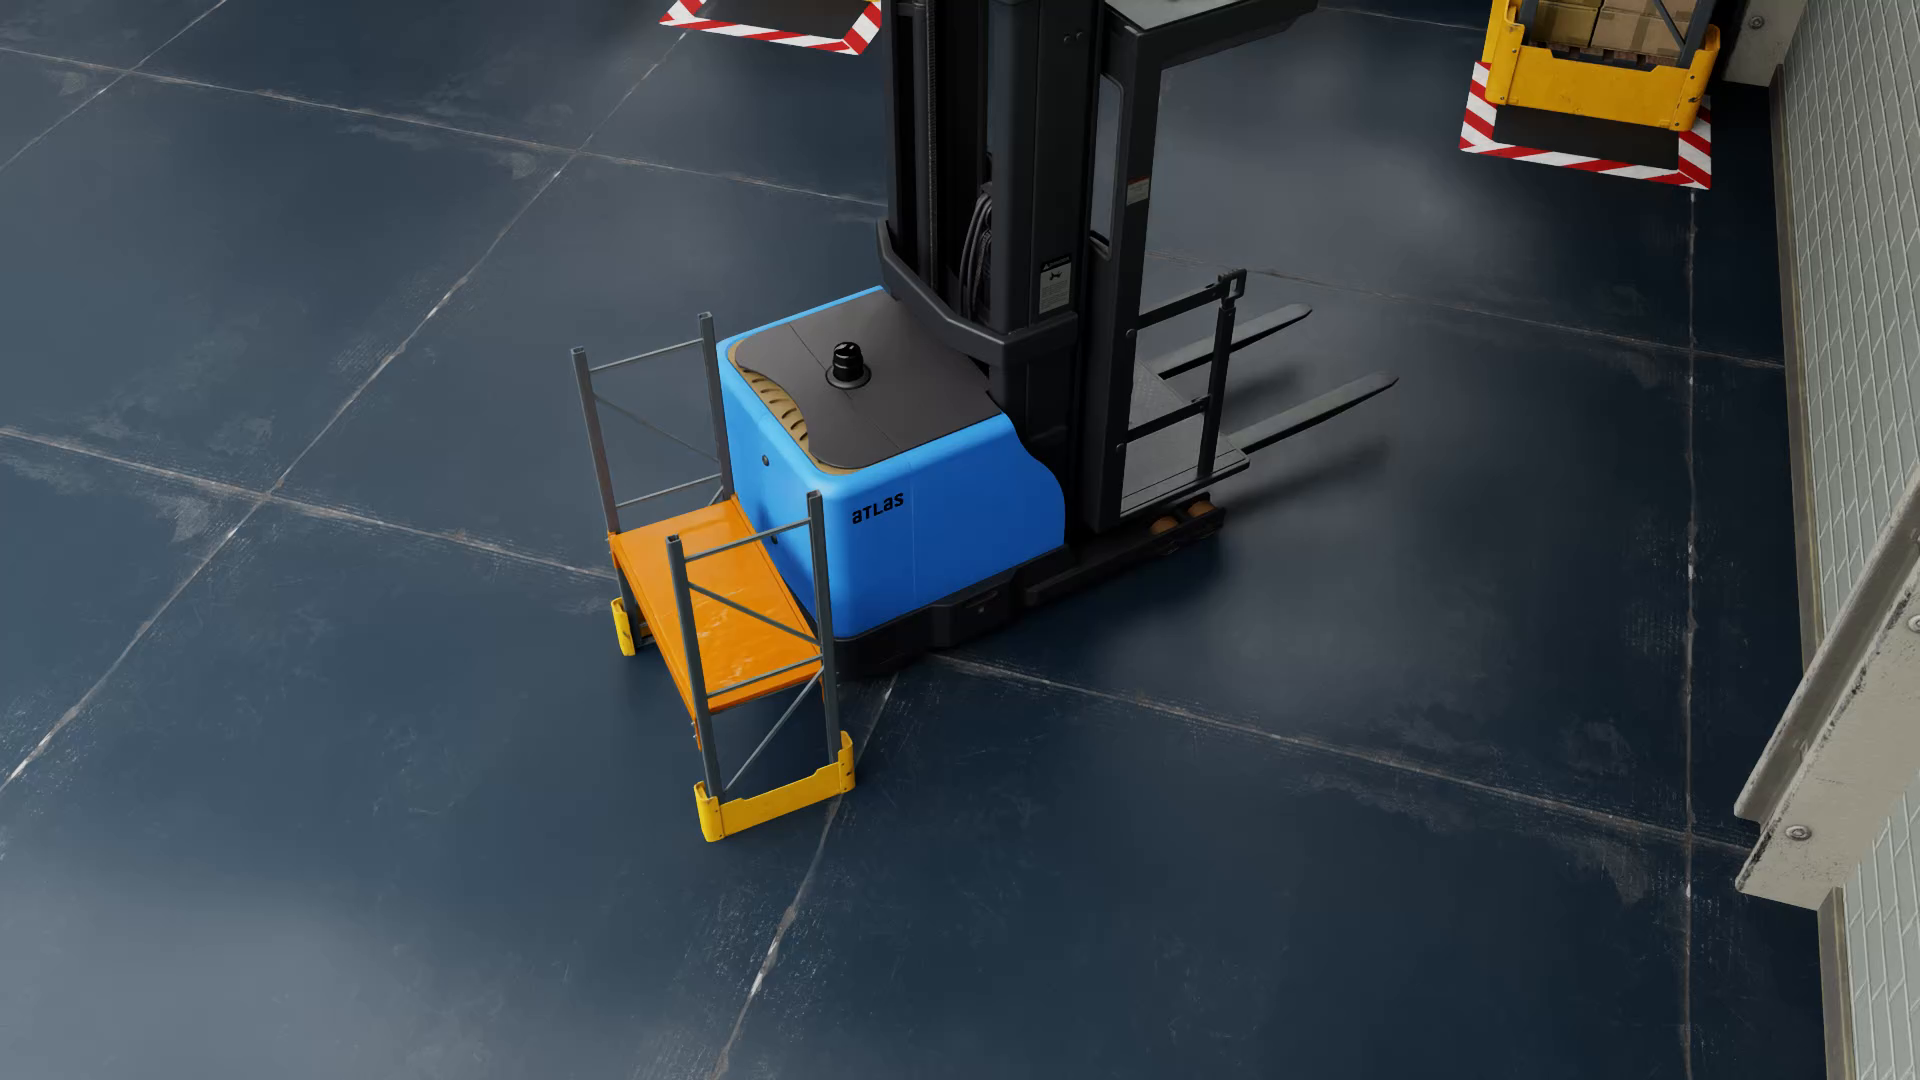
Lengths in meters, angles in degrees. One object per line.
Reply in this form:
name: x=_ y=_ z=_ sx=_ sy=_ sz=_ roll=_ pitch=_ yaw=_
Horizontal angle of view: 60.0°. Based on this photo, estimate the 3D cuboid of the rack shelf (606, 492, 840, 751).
rack shelf: x=-0.878 y=0.270 z=6.058 sx=0.538 sy=0.185 sz=1.000 roll=-18 pitch=47 yaw=-18

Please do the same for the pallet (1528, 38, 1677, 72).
pallet: x=3.890 y=-3.180 z=10.247 sx=1.003 sy=0.211 sz=1.213 roll=13 pitch=46 yaw=13

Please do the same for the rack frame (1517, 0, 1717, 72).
rack frame: x=3.698 y=-3.658 z=8.742 sx=1.000 sy=3.000 sz=0.127 roll=13 pitch=46 yaw=13

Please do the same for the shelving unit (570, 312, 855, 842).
shelving unit: x=-0.882 y=0.135 z=5.938 sx=0.587 sy=1.500 sz=1.083 roll=-18 pitch=47 yaw=-18

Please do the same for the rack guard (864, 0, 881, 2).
rack guard: x=-1.010 y=-3.864 z=10.740 sx=1.175 sy=0.500 sz=0.348 roll=13 pitch=46 yaw=13

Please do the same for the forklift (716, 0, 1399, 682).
forklift: x=0.539 y=-1.277 z=6.358 sx=3.031 sy=2.935 sz=1.130 roll=-23 pitch=49 yaw=-22

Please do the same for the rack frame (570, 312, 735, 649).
rack frame: x=-1.097 y=-0.180 z=6.260 sx=0.500 sy=1.500 sz=0.032 roll=-18 pitch=47 yaw=-18

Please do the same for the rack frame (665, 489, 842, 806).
rack frame: x=-0.659 y=0.462 z=5.605 sx=0.500 sy=1.500 sz=0.032 roll=-18 pitch=47 yaw=-18

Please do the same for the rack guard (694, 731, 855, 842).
rack guard: x=-0.667 y=0.896 z=6.054 sx=0.587 sy=0.250 sz=0.087 roll=-18 pitch=47 yaw=-18

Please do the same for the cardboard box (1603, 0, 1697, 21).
cardboard box: x=4.039 y=-3.273 z=9.658 sx=0.500 sy=0.250 sz=0.500 roll=13 pitch=46 yaw=13

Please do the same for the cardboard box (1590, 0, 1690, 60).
cardboard box: x=4.034 y=-3.111 z=9.849 sx=0.500 sy=0.250 sz=0.500 roll=13 pitch=46 yaw=13

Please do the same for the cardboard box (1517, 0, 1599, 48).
cardboard box: x=3.540 y=-3.205 z=9.946 sx=0.500 sy=0.250 sz=0.500 roll=13 pitch=46 yaw=13

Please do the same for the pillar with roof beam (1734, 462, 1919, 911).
pillar with roof beam: x=-1.152 y=-2.988 z=3.768 sx=9.100 sy=9.000 sz=0.400 roll=13 pitch=46 yaw=13

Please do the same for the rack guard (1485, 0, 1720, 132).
rack guard: x=3.691 y=-2.748 z=9.600 sx=1.175 sy=0.500 sz=0.348 roll=13 pitch=46 yaw=13

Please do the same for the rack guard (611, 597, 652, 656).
rack guard: x=-1.096 y=0.268 z=6.697 sx=0.587 sy=0.250 sz=0.087 roll=-18 pitch=47 yaw=-18

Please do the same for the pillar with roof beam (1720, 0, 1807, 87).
pillar with roof beam: x=0.665 y=-6.987 z=7.855 sx=9.100 sy=9.000 sz=0.400 roll=13 pitch=46 yaw=13

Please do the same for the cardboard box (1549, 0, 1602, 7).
cardboard box: x=3.548 y=-3.394 z=9.781 sx=0.500 sy=0.250 sz=0.500 roll=12 pitch=46 yaw=12
